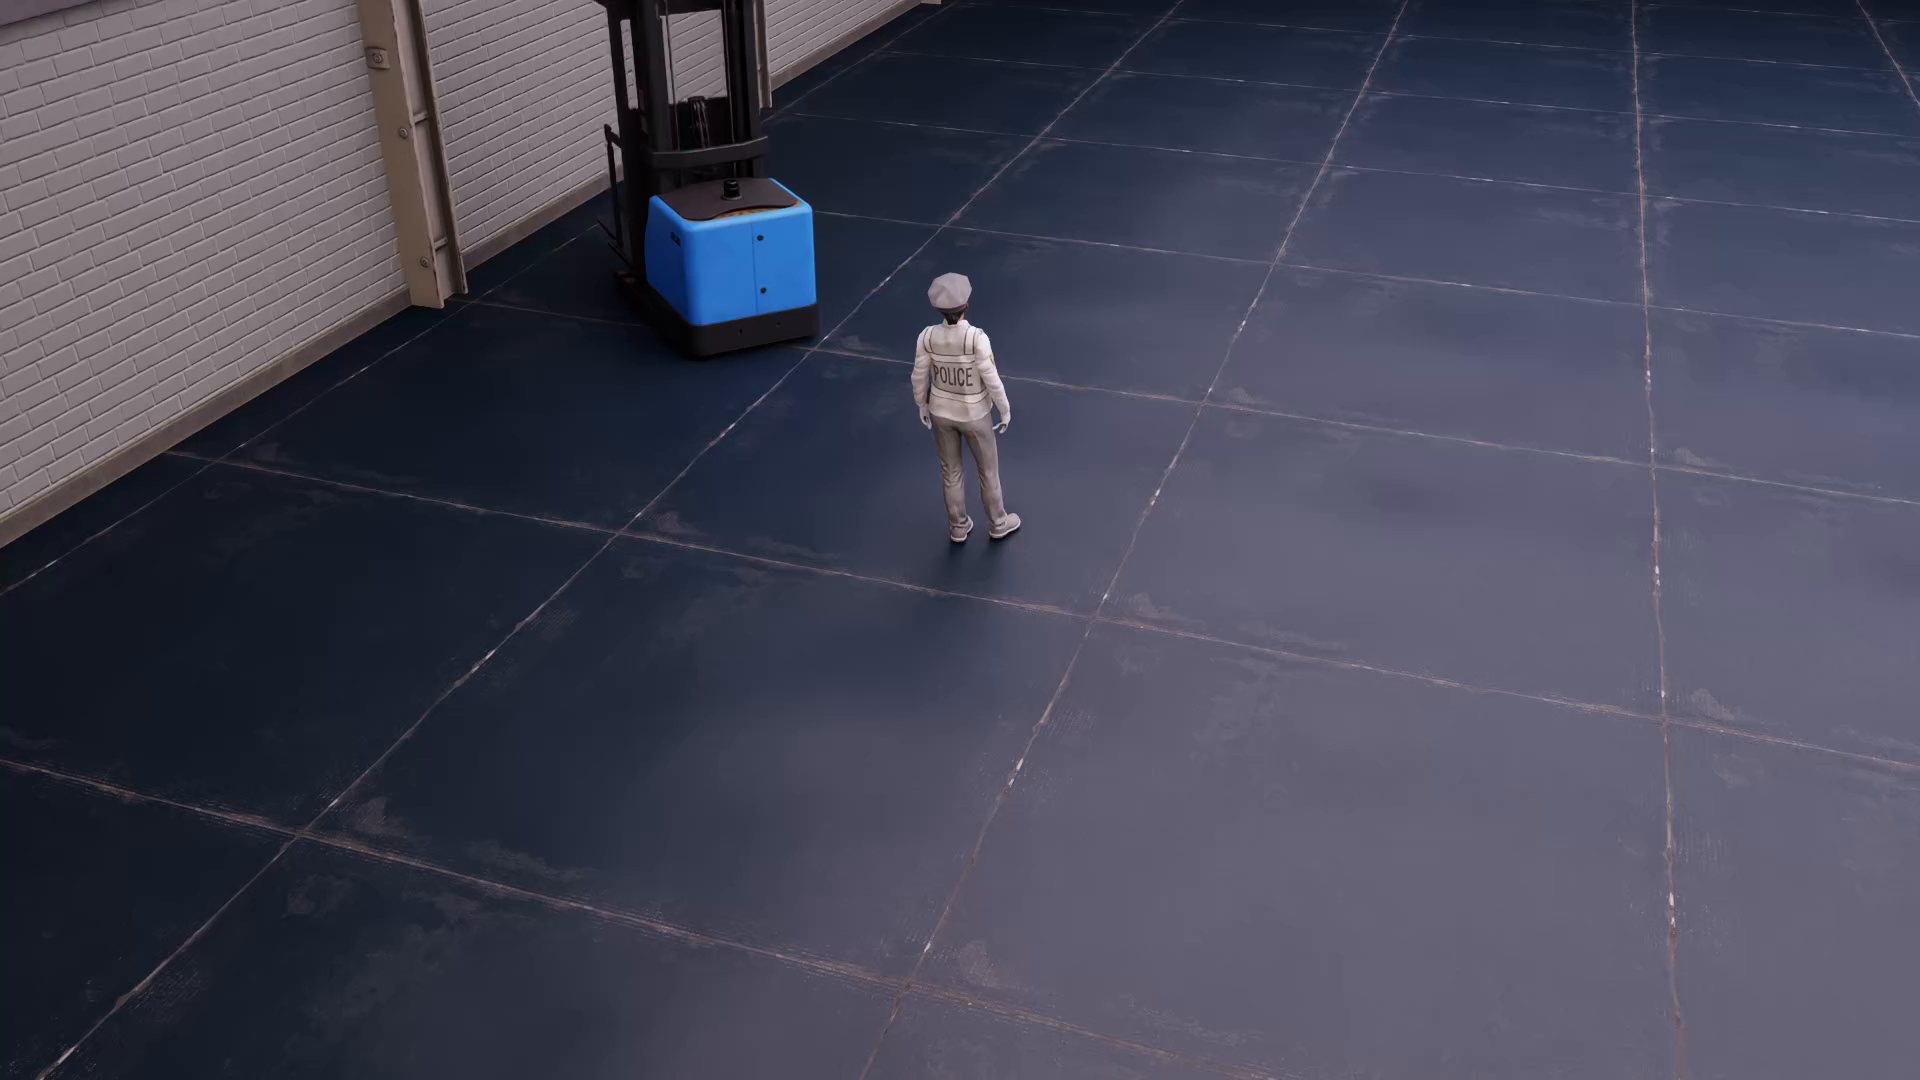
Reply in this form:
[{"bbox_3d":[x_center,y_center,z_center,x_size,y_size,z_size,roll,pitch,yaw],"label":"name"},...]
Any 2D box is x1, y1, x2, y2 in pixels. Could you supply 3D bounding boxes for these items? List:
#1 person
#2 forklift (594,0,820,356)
[{"bbox_3d":[0.028,-0.773,9.726,0.587,1.696,0.534,10,31,16],"label":"person"},{"bbox_3d":[-2.206,-3.343,13.000,1.130,2.935,3.031,-14,33,-24],"label":"forklift"}]
